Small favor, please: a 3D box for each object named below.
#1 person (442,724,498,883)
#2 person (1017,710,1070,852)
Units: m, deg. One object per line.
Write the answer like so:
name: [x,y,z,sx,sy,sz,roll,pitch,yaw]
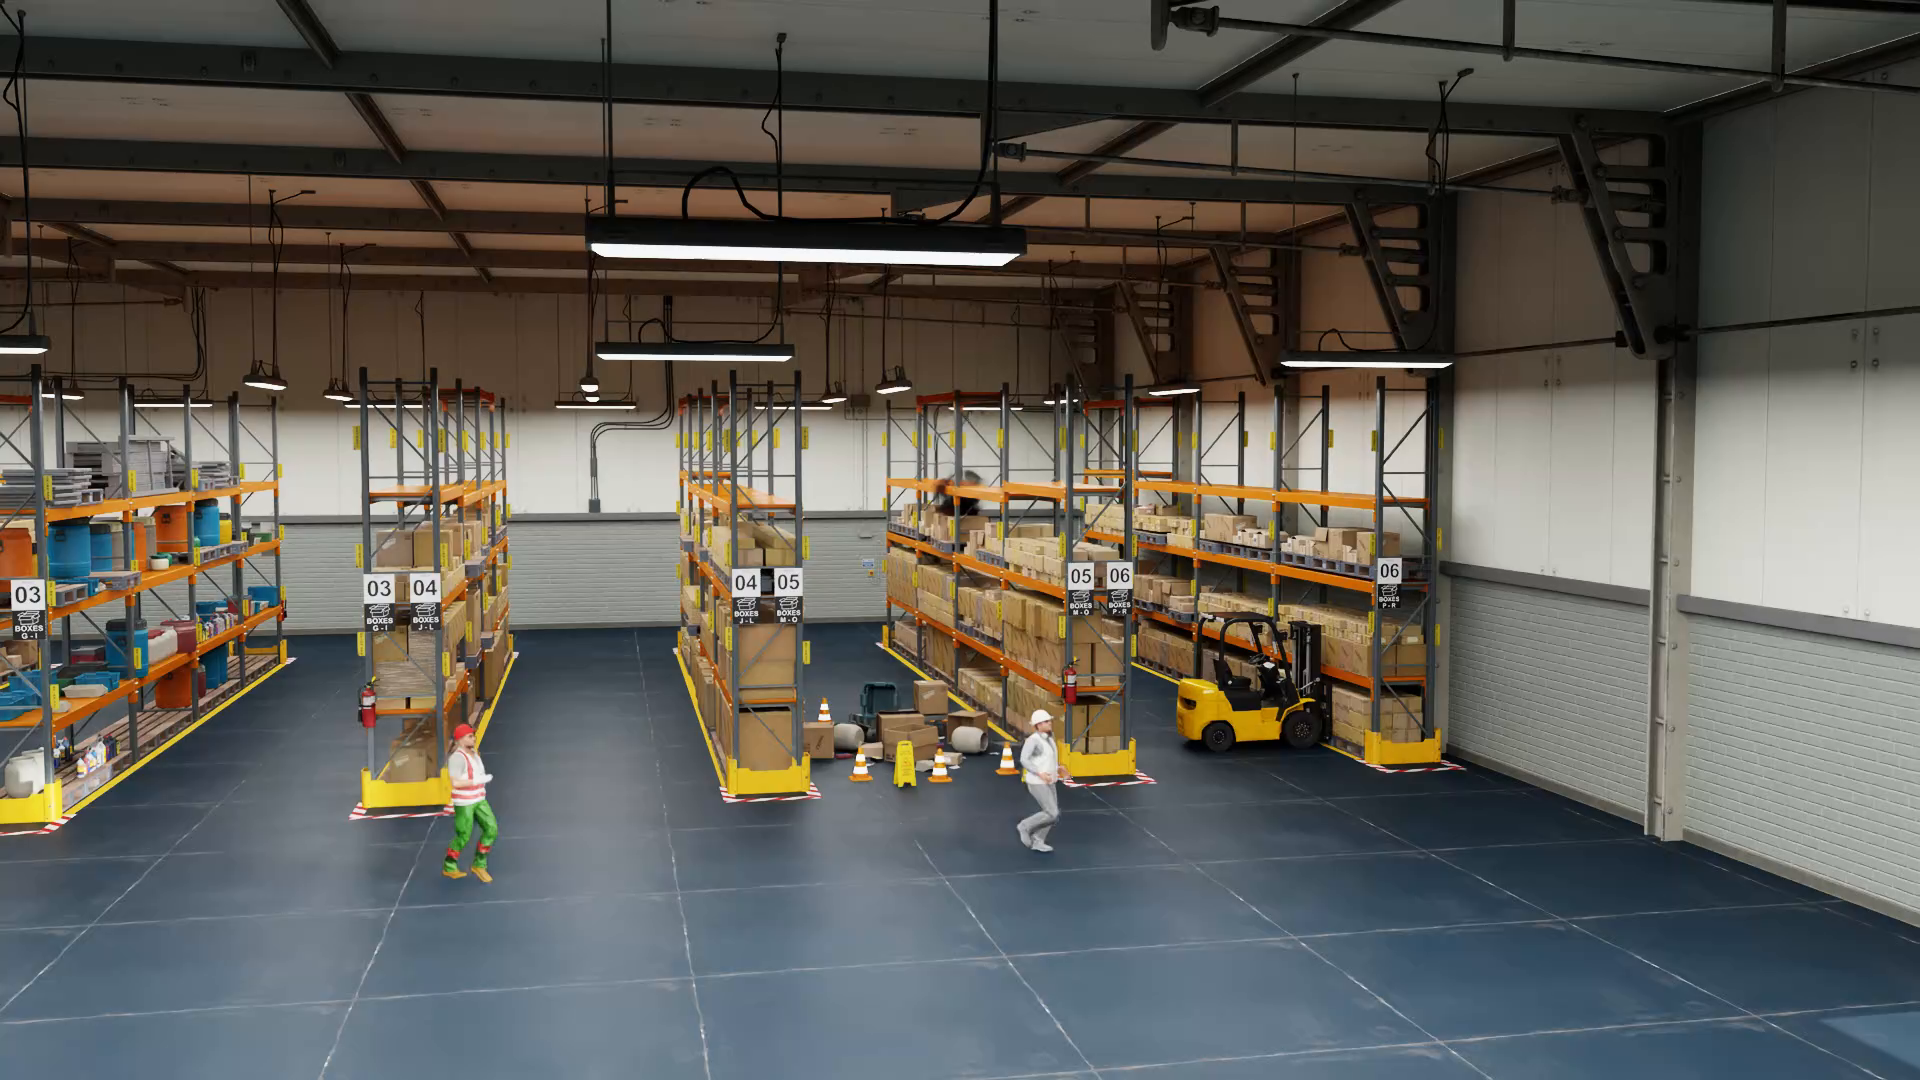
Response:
person: [-5.527,2.989,18.794,0.705,1.824,0.632,1,4,18]
person: [1.000,2.931,20.221,0.577,1.726,0.583,2,4,27]
